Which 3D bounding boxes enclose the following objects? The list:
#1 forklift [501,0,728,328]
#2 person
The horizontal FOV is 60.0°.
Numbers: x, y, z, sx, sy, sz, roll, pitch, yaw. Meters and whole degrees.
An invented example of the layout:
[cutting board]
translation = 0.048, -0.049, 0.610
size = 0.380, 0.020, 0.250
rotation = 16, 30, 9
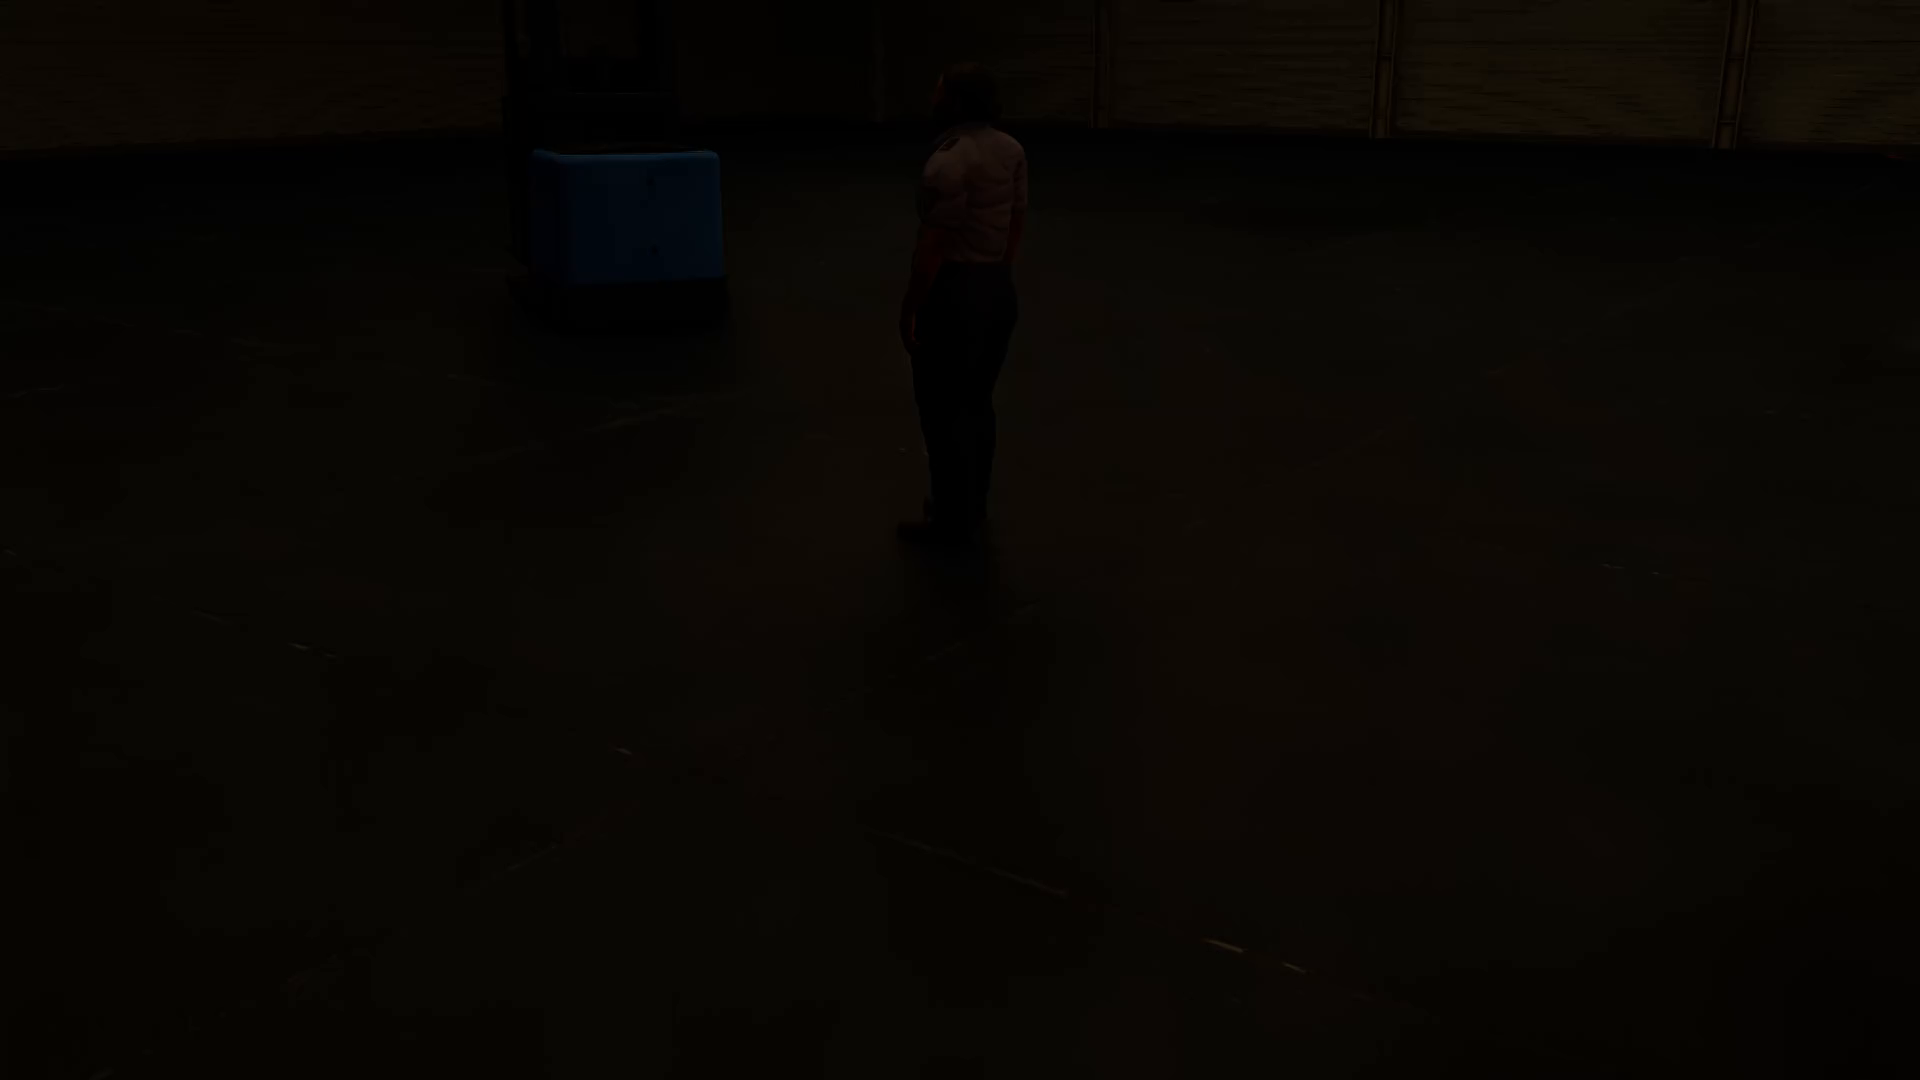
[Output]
[forklift]
translation = -2.512, -3.078, 11.125
size = 1.130, 2.935, 3.031
rotation = -7, 18, -23
[person]
translation = -0.061, -0.810, 5.779
size = 0.502, 1.637, 0.599
rotation = 11, 20, 33
